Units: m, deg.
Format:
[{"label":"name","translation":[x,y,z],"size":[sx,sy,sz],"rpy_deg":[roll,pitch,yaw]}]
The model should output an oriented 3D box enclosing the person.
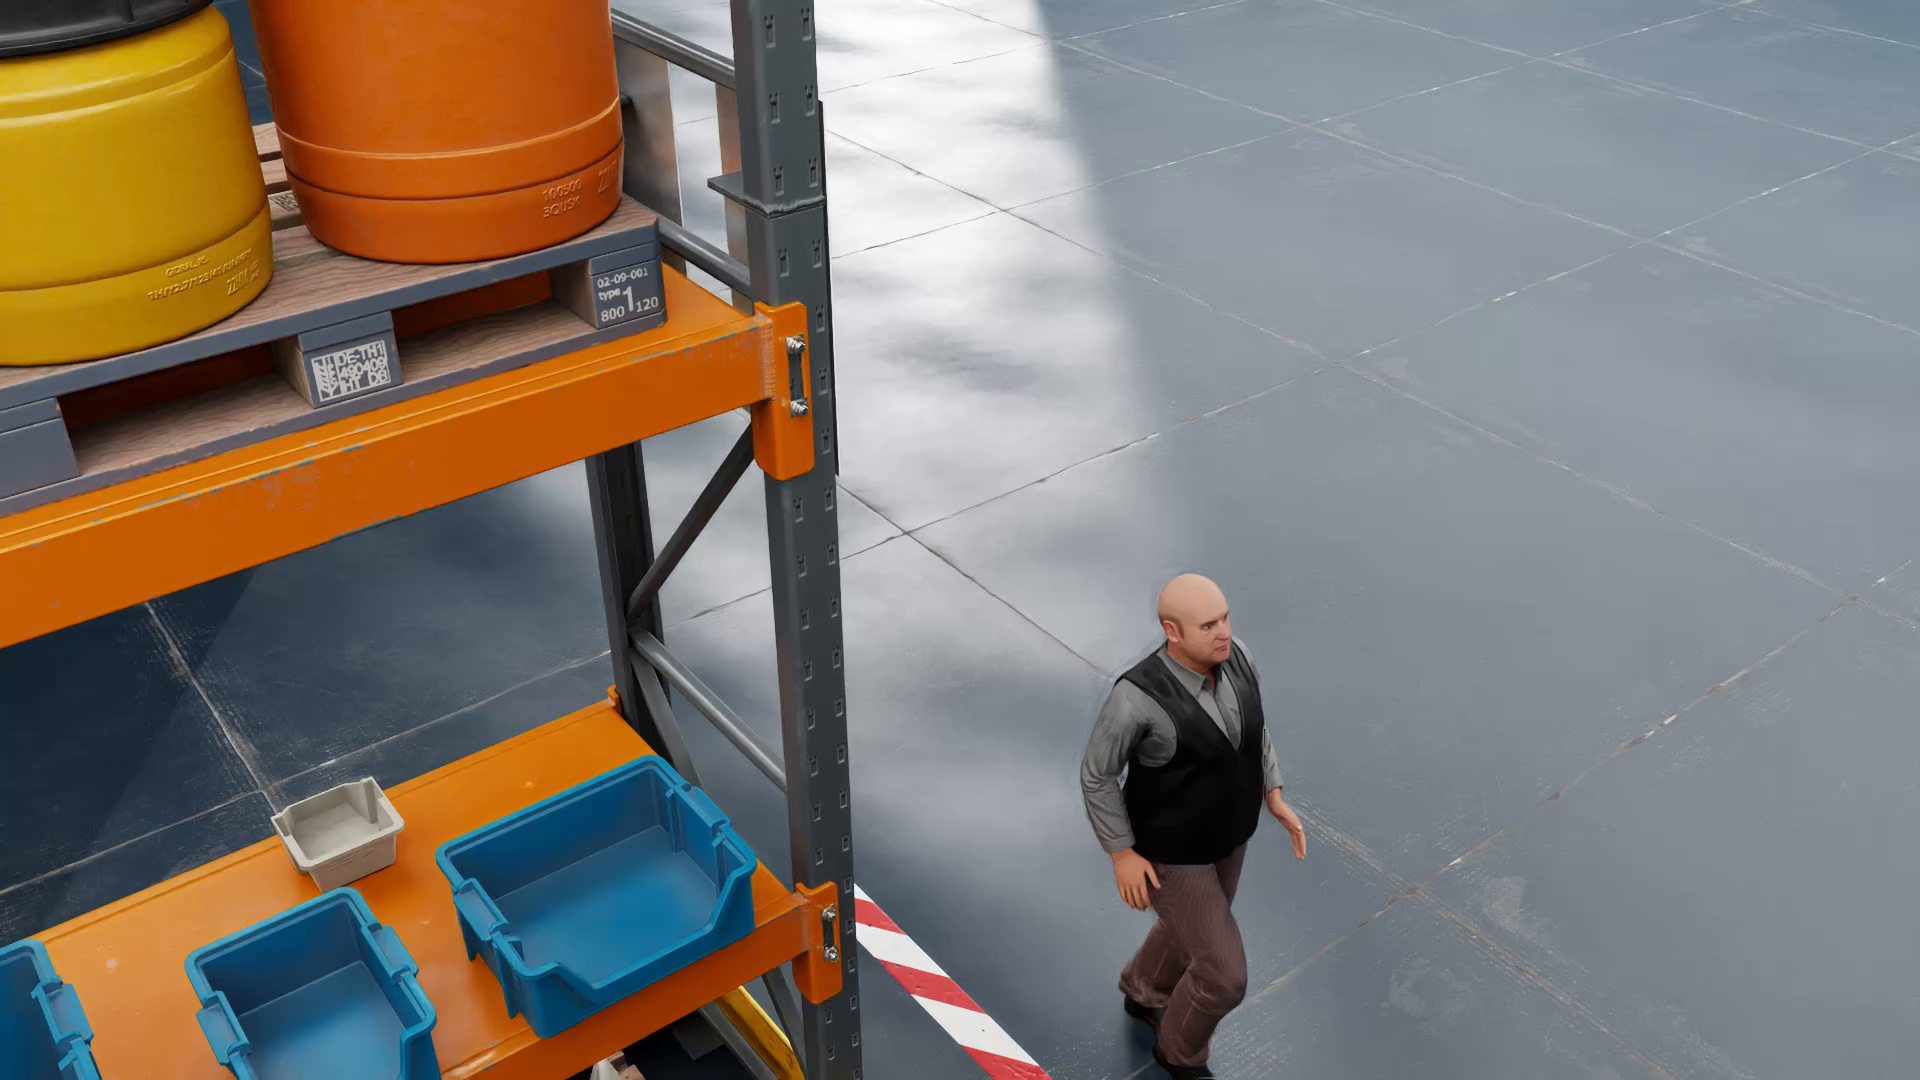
[{"label":"person","translation":[0.697,0.882,4.785],"size":[0.533,1.735,0.618],"rpy_deg":[27,41,36]}]
